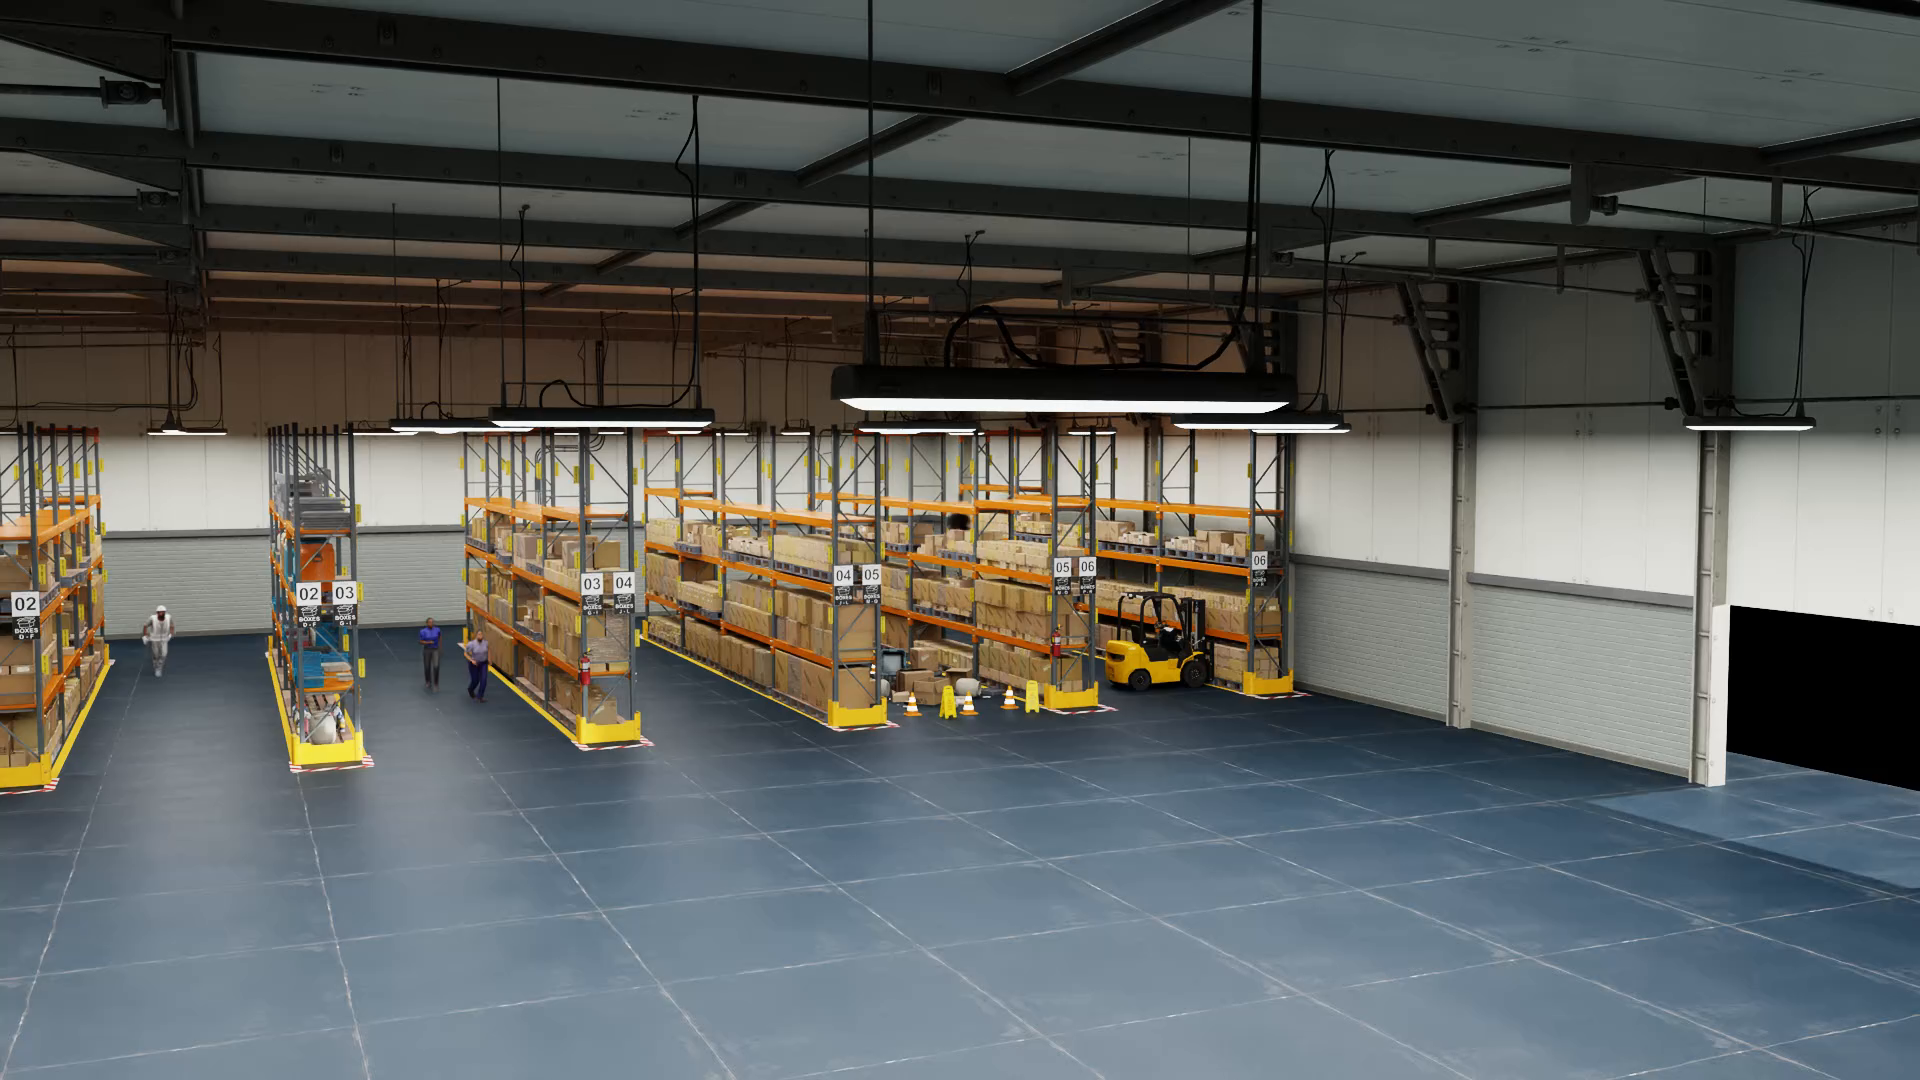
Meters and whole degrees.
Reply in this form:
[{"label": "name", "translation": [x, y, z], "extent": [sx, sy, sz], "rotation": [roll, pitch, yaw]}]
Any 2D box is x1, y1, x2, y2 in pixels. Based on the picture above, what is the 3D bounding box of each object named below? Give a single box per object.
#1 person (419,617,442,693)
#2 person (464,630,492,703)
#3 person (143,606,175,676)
[{"label": "person", "translation": [-11.993, 2.593, 37.691], "extent": [0.521, 1.715, 0.848], "rotation": [-1, 4, -23]}, {"label": "person", "translation": [-10.504, 2.731, 36.194], "extent": [0.606, 1.595, 0.639], "rotation": [-2, 4, -34]}, {"label": "person", "translation": [-19.319, 2.422, 40.112], "extent": [0.686, 1.709, 0.700], "rotation": [-3, 5, -41]}]
